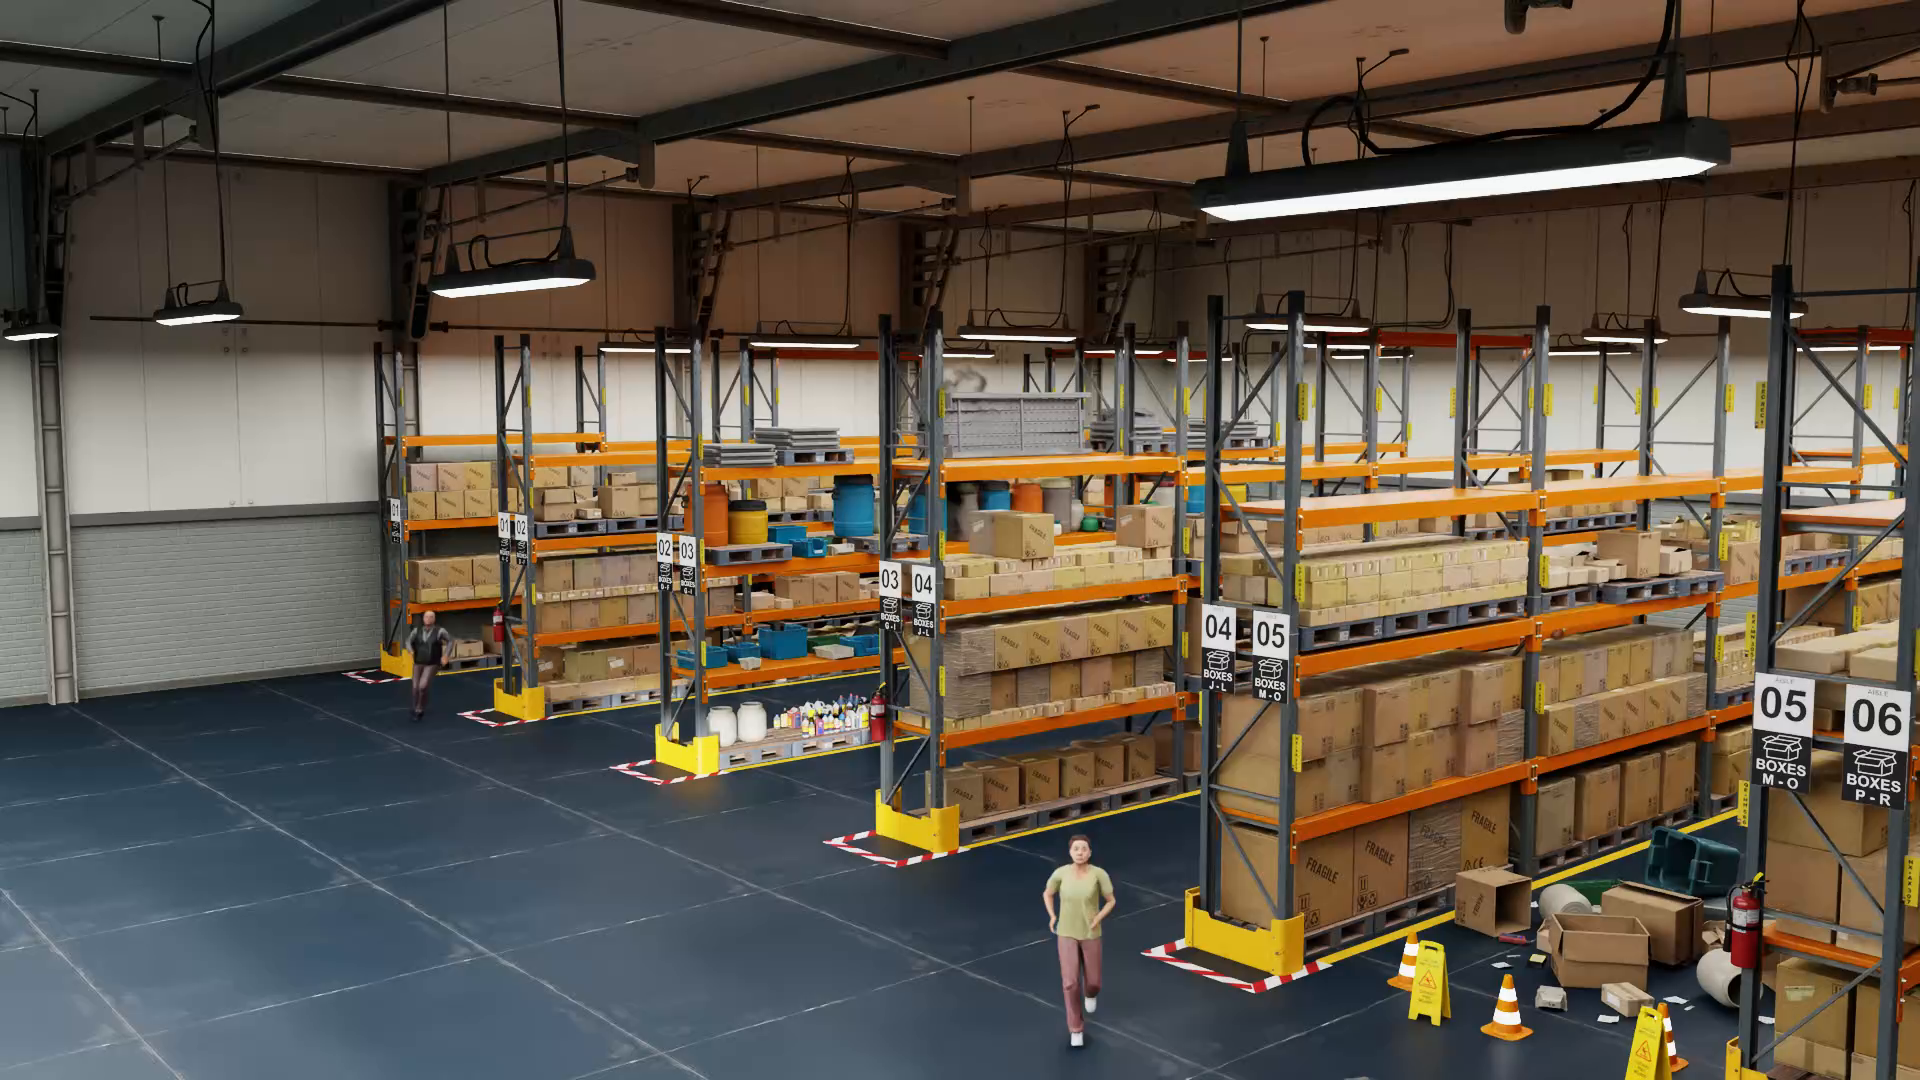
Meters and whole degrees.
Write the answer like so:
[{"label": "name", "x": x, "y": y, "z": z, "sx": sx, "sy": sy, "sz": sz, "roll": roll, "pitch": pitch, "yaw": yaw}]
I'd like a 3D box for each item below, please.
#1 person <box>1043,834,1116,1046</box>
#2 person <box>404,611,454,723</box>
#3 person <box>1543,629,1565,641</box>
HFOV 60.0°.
[{"label": "person", "x": 0.948, "y": 3.144, "z": 13.287, "sx": 0.584, "sy": 1.625, "sz": 0.724, "roll": 1, "pitch": 5, "yaw": 6}, {"label": "person", "x": -8.321, "y": 1.969, "z": 25.975, "sx": 0.728, "sy": 1.742, "sz": 0.695, "roll": 0, "pitch": 5, "yaw": 3}, {"label": "person", "x": 8.782, "y": 2.069, "z": 24.556, "sx": 0.687, "sy": 1.733, "sz": 0.599, "roll": 5, "pitch": 7, "yaw": 41}]
